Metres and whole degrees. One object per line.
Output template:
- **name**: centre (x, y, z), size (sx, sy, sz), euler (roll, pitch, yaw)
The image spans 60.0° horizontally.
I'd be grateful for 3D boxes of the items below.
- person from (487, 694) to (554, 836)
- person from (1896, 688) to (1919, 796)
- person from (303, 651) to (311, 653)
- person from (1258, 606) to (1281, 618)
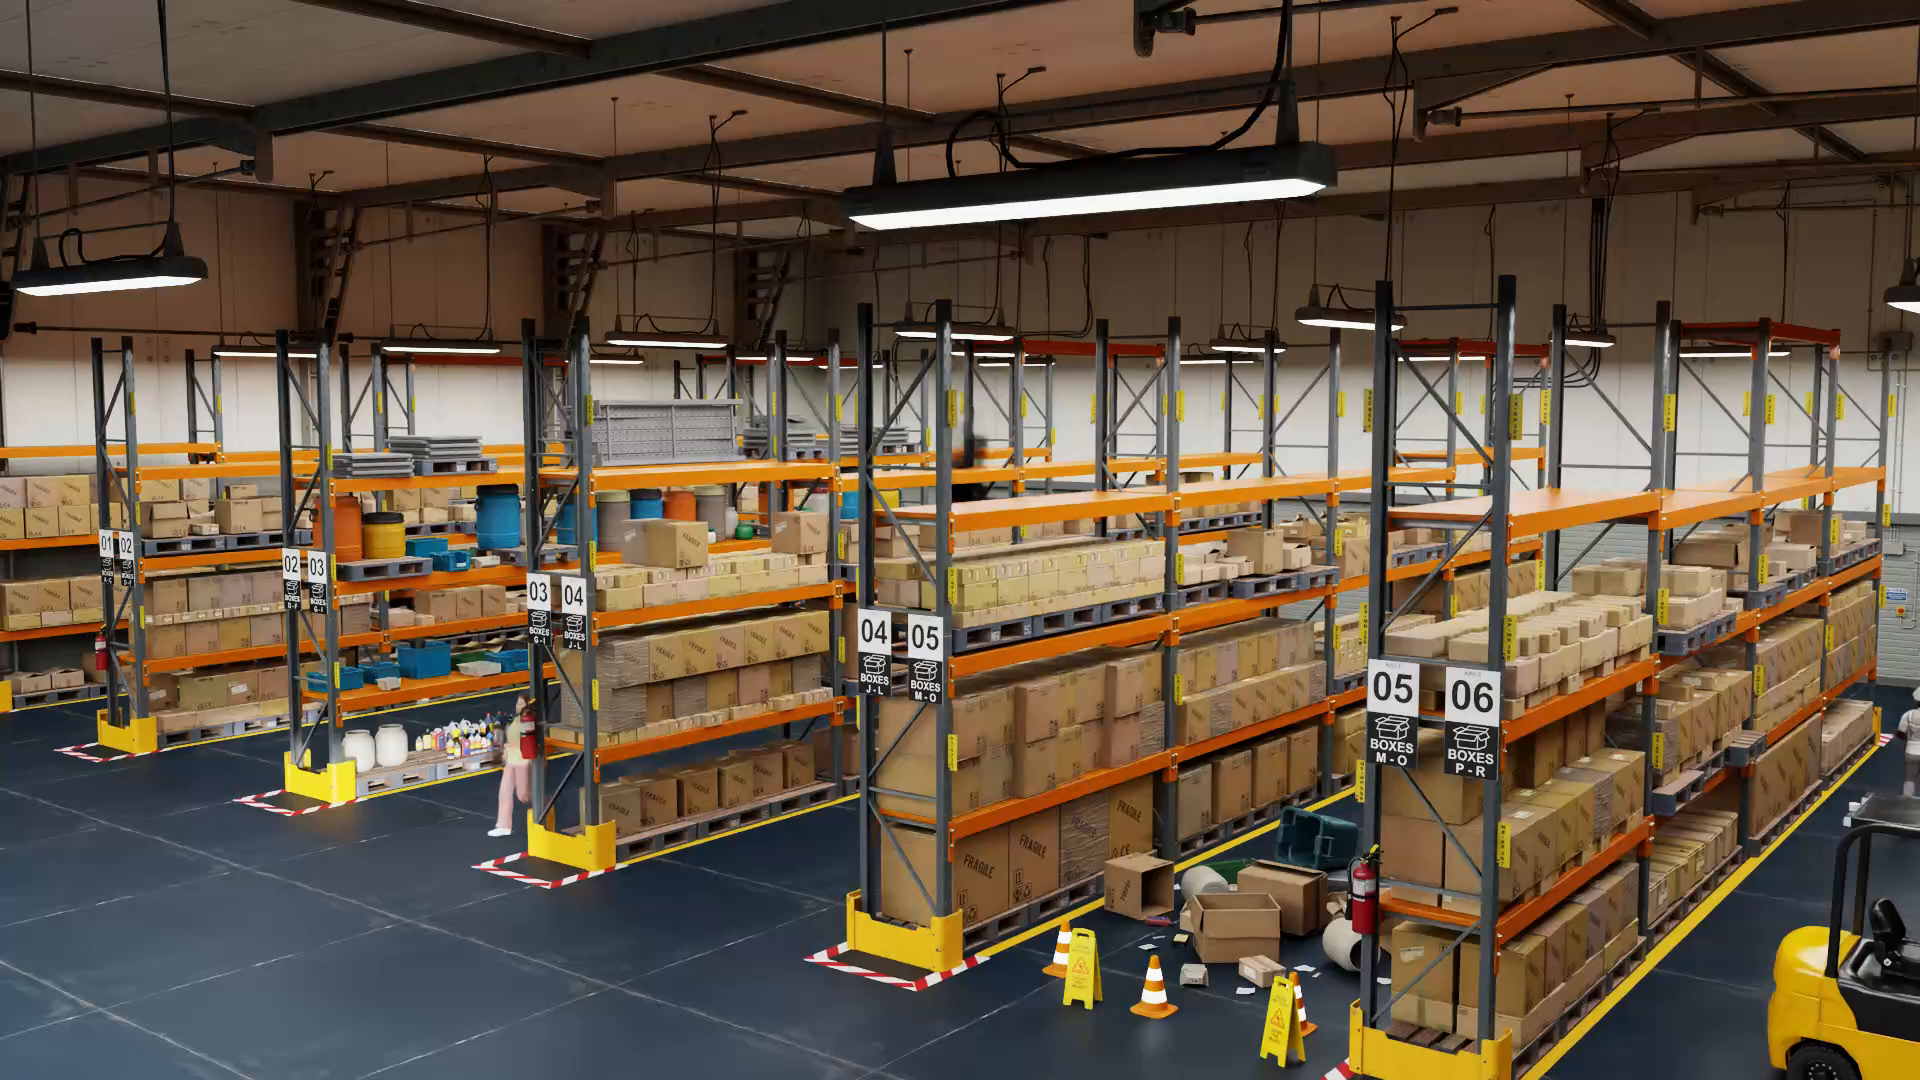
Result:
- **person**: centre (-5.187, 2.638, 19.581), size (0.621, 1.646, 0.871), euler (4, 6, 38)
- **person**: centre (11.581, 2.596, 20.001), size (0.584, 1.659, 0.739), euler (4, 6, 36)
- **person**: centre (-11.418, 1.819, 28.890), size (0.589, 1.653, 0.528), euler (3, 6, 31)
- **person**: centre (5.946, 1.535, 32.201), size (0.674, 1.715, 0.755), euler (-3, 6, -33)
